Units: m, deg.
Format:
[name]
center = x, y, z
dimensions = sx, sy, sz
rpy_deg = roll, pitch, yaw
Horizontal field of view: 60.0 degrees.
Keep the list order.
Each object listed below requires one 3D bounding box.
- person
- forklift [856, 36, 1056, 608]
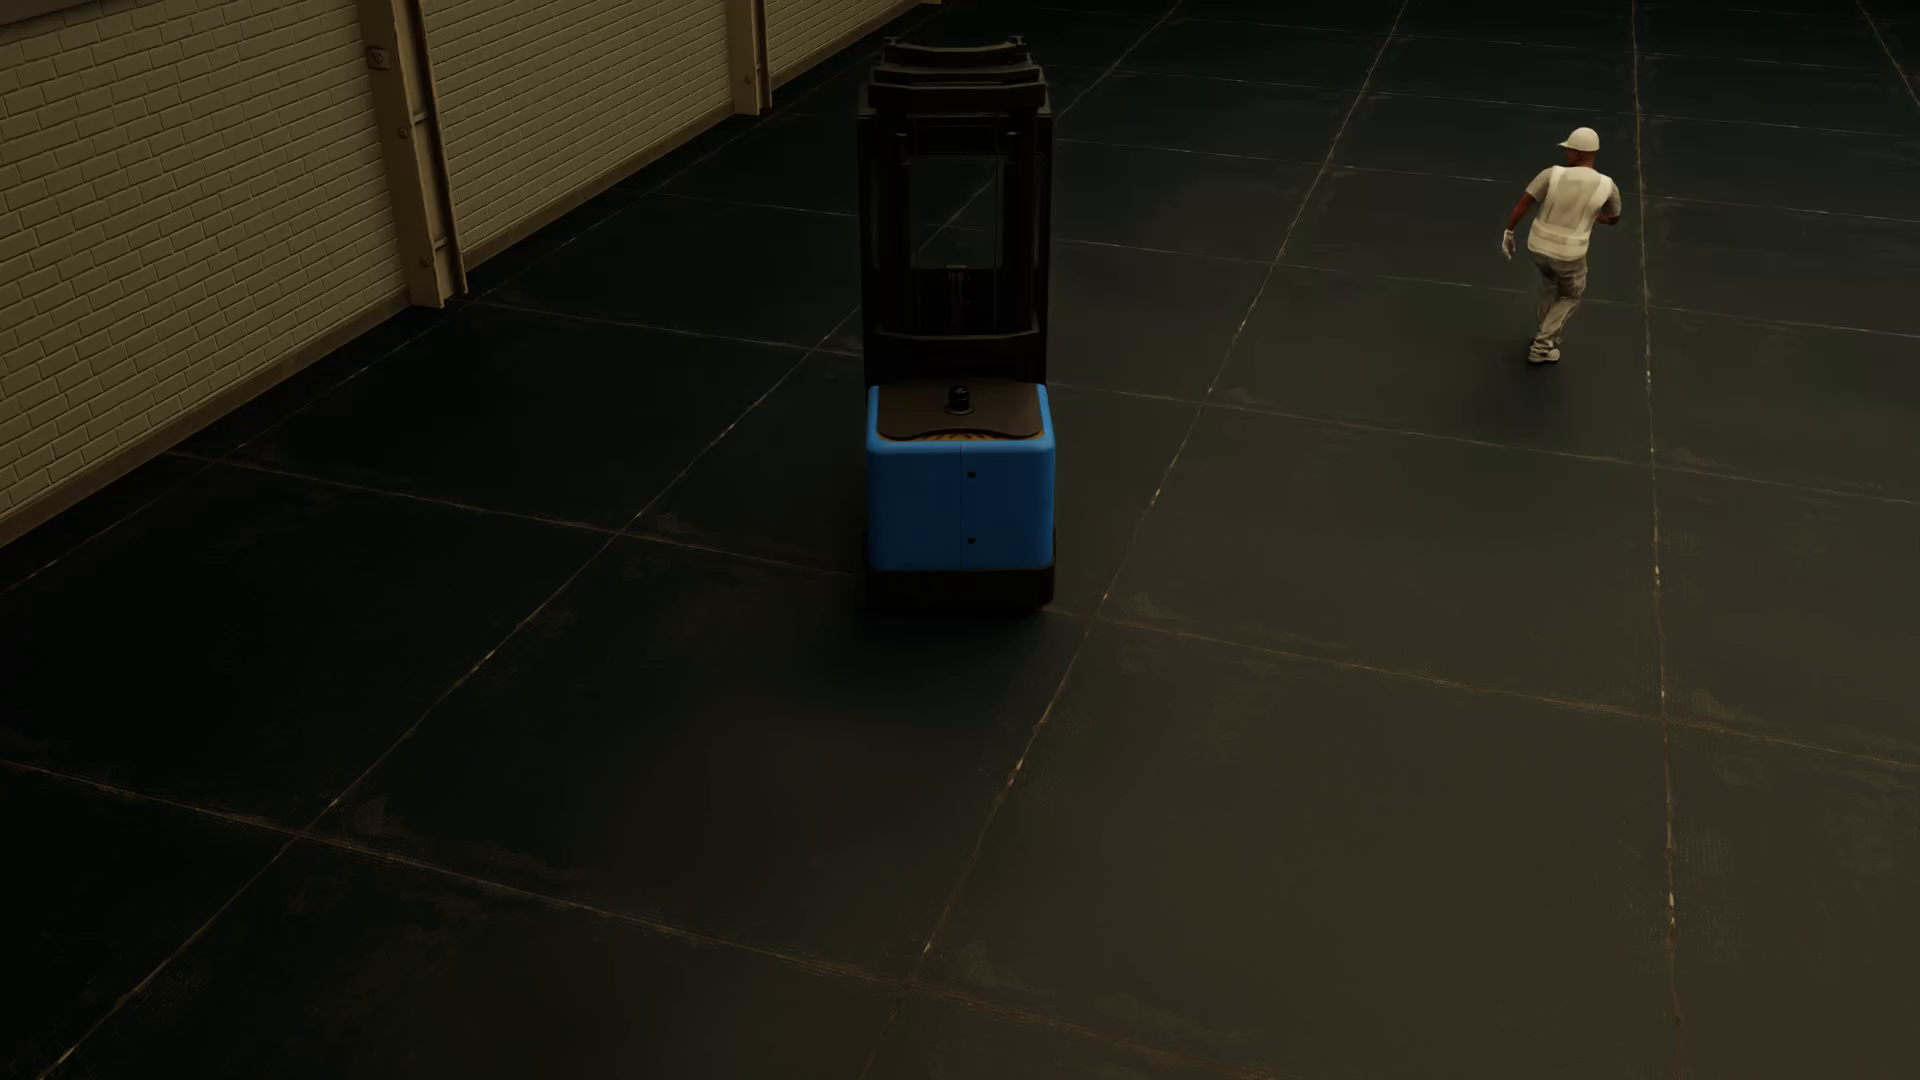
[person]
center = 4.387, -2.110, 12.123
dimensions = 0.629, 1.776, 0.844
rpy_deg = 24, 37, 35
[forklift]
center = -0.037, -1.584, 9.915
dimensions = 1.130, 2.935, 3.031
rpy_deg = -1, 30, -1
